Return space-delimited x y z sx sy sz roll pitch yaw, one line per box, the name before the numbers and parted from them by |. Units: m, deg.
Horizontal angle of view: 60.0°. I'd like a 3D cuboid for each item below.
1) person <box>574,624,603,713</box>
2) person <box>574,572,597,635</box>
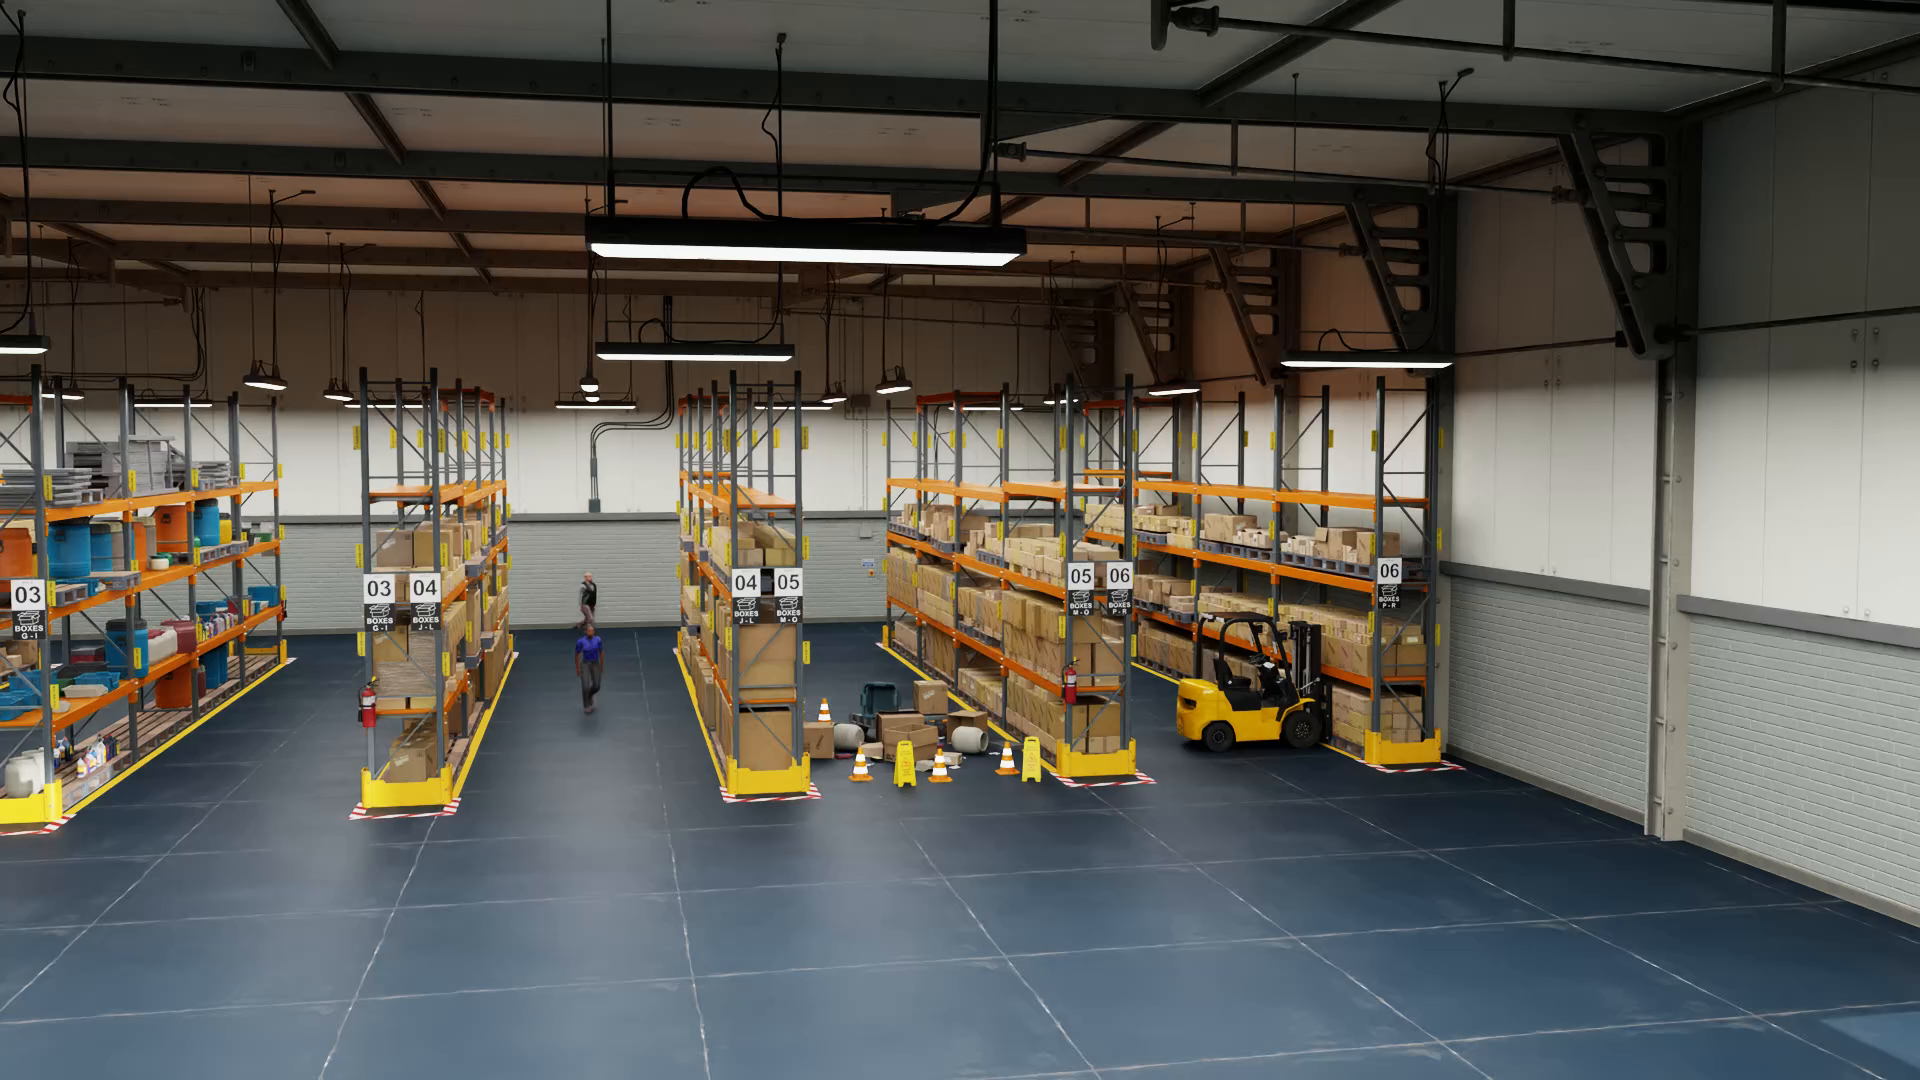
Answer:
person | -6.900 2.410 30.885 0.528 1.536 0.589 -2 4 -24
person | -9.442 1.652 41.999 0.855 1.693 0.541 2 4 28
